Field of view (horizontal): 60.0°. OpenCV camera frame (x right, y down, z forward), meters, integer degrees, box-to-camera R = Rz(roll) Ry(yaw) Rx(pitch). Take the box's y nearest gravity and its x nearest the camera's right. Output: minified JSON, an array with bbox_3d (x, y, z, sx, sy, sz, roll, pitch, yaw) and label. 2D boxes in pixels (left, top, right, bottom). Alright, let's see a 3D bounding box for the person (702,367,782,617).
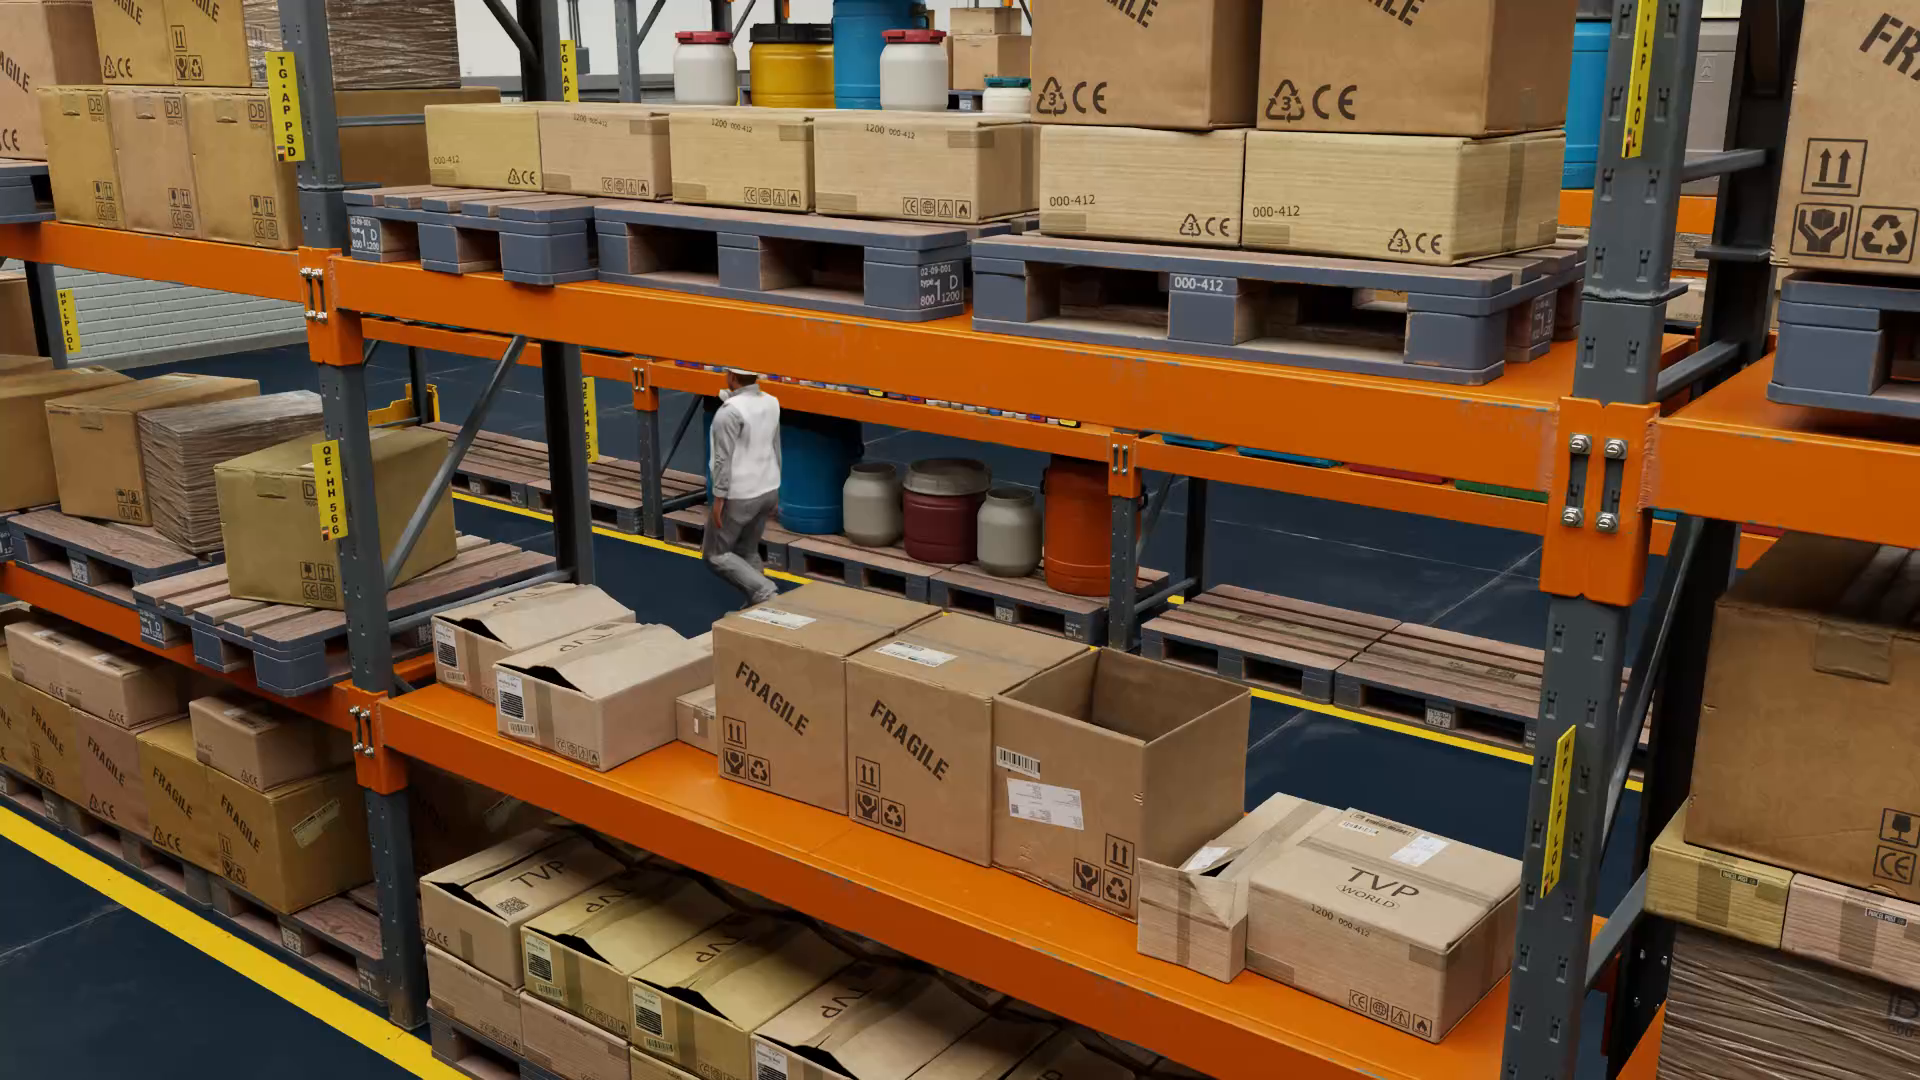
[{"bbox_3d":[-1.252,-0.289,9.877,0.553,1.761,0.546,10,19,30],"label":"person"}]
